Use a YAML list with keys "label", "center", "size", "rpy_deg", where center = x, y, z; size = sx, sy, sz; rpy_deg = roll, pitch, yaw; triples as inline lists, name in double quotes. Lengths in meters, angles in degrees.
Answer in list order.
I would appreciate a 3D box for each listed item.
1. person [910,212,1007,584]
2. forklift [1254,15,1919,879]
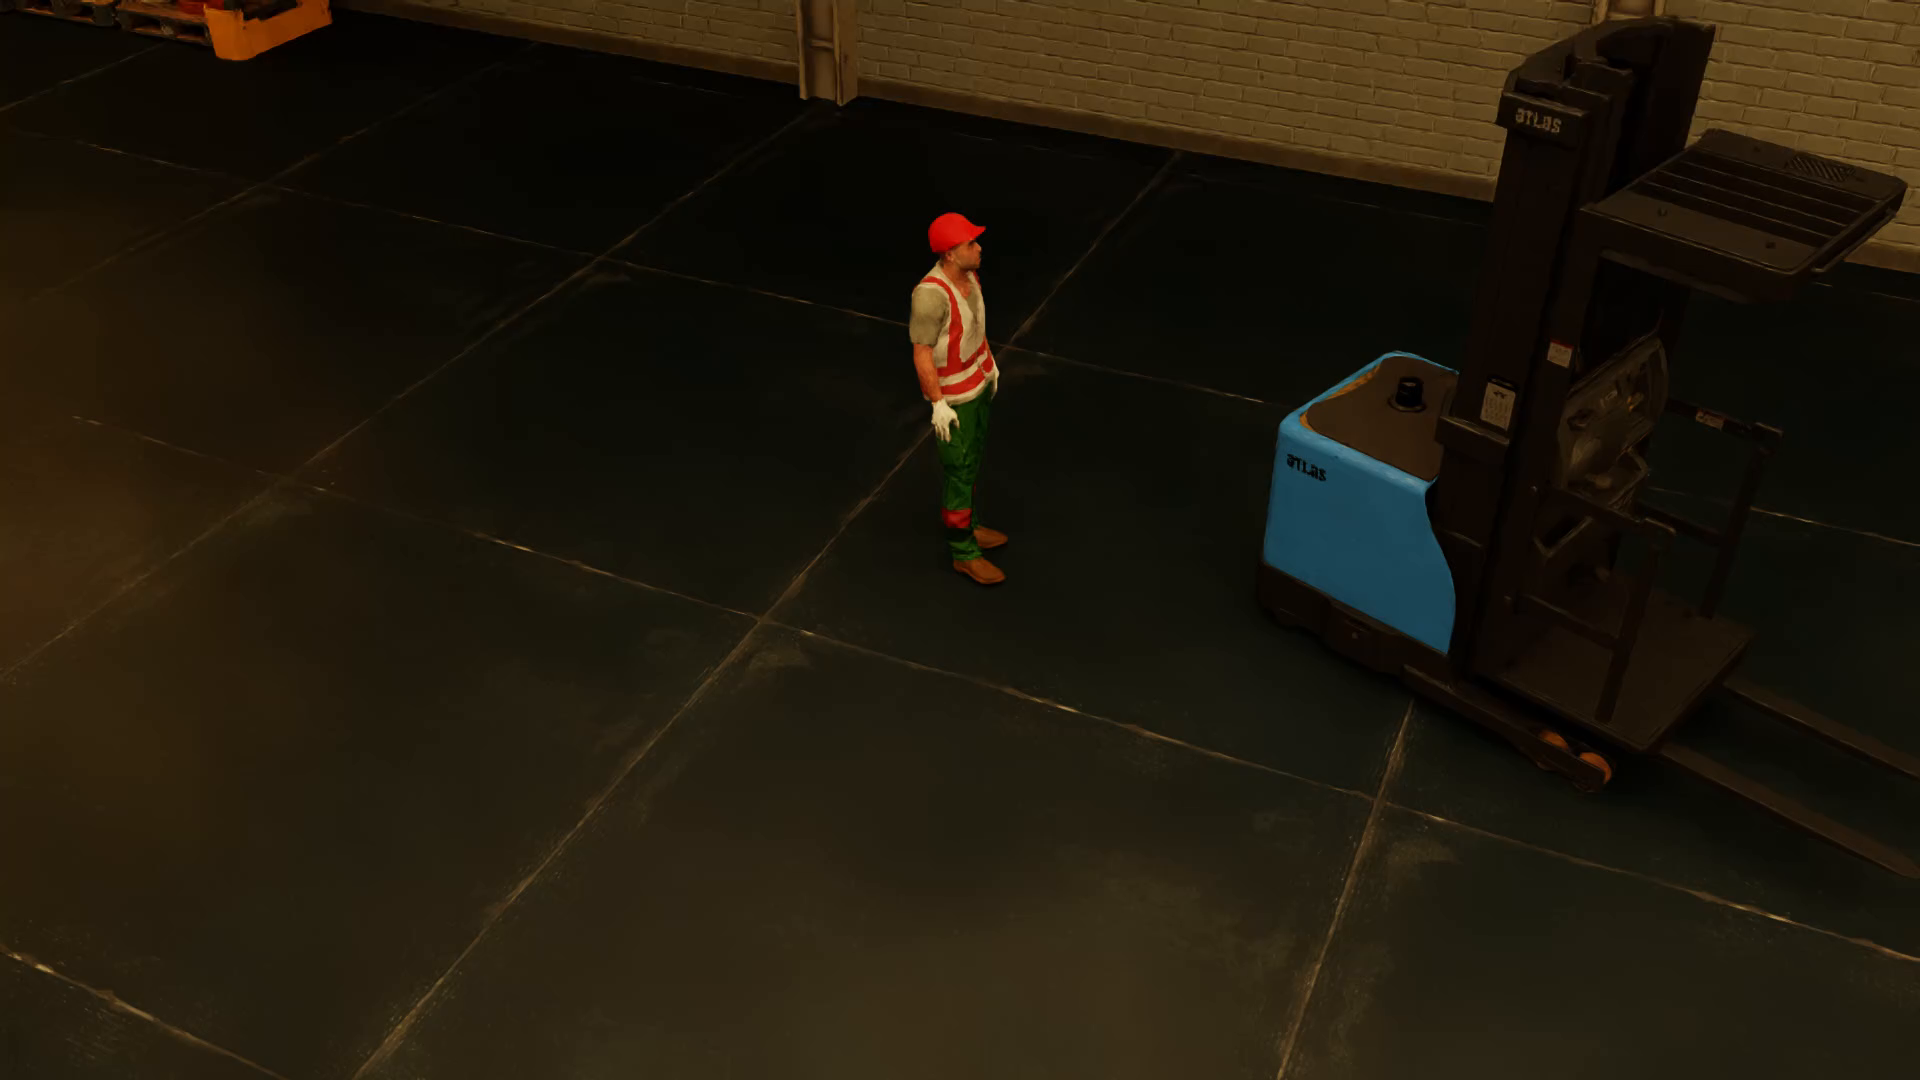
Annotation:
- label: "person"
  center: [0.069, -0.709, 8.052]
  size: [0.563, 1.787, 0.637]
  rpy_deg: [15, 38, 20]
- label: "forklift"
  center: [2.836, -0.461, 6.733]
  size: [3.031, 2.935, 1.130]
  rpy_deg: [30, 45, 35]
